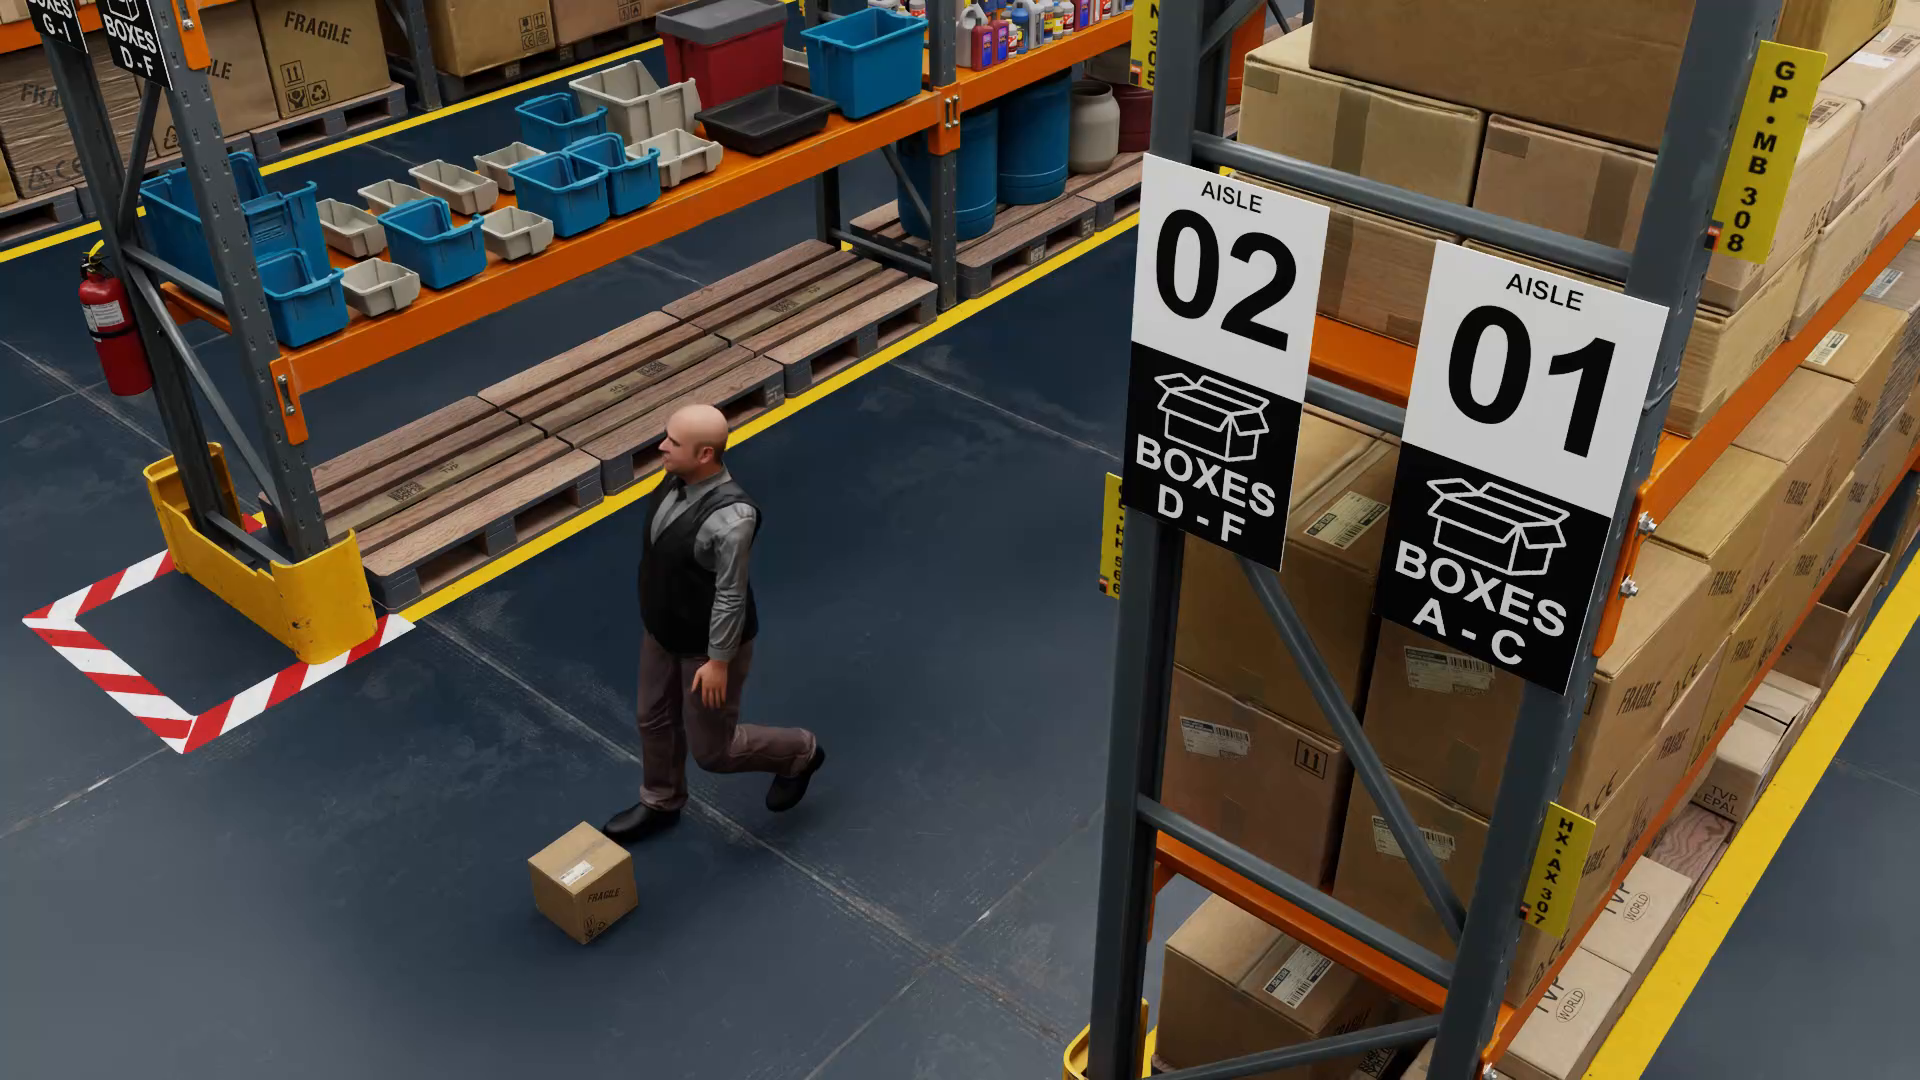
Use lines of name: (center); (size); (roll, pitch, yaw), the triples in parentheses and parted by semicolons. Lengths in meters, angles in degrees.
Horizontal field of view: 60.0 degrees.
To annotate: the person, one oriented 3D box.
person: (-0.914, 0.319, 5.691); (0.783, 1.701, 0.540); (-23, 41, -29)
